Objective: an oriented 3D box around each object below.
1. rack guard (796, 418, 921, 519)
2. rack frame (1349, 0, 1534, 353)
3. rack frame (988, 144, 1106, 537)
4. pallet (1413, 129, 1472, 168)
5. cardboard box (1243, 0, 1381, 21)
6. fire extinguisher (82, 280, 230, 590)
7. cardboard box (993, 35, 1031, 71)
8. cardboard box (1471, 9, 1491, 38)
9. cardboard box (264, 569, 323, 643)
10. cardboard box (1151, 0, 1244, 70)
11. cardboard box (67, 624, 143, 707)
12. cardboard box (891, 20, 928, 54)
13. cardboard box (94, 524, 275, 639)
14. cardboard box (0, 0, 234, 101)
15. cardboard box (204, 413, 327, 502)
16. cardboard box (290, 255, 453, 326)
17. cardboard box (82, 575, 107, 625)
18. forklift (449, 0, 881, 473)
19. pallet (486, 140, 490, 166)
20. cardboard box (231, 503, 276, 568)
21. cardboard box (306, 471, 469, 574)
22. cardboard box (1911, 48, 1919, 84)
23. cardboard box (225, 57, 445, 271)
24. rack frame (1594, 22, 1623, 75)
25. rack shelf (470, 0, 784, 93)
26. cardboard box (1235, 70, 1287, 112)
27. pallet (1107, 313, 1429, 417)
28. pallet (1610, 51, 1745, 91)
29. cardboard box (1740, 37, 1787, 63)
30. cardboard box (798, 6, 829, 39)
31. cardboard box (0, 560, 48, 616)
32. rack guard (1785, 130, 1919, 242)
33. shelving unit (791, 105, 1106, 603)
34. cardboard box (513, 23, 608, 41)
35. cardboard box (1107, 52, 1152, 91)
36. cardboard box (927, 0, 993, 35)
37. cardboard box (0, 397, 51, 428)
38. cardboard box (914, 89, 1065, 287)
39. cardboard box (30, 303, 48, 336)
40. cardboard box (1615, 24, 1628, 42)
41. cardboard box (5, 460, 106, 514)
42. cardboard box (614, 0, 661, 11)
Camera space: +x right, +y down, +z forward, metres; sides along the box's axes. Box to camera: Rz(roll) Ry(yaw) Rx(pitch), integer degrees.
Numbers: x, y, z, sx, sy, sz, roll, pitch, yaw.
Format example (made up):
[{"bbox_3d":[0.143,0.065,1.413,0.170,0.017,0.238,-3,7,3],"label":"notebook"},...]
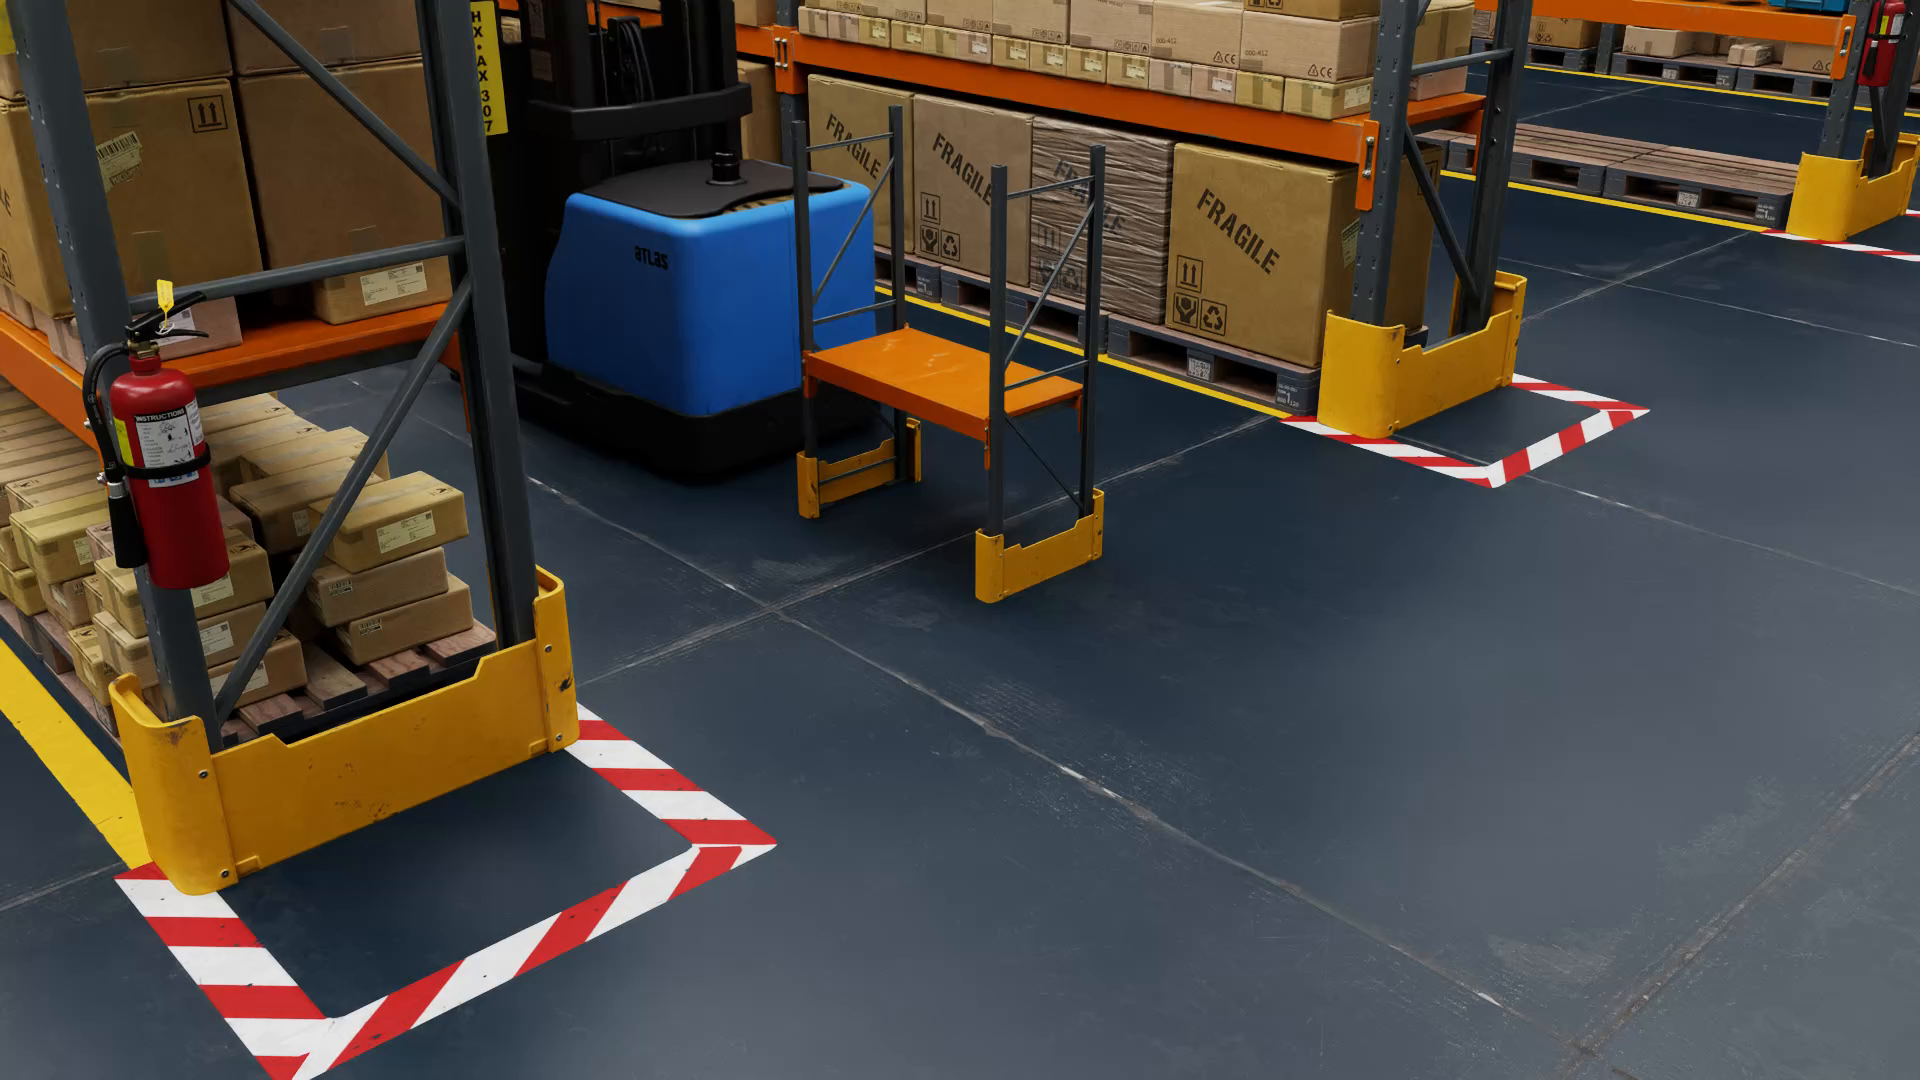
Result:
[{"bbox_3d":[-0.392,-0.288,6.579,0.587,0.250,0.087,-21,32,-38],"label":"rack guard"},{"bbox_3d":[2.090,-2.014,7.051,1.000,3.000,0.127,-21,32,-38],"label":"rack frame"},{"bbox_3d":[0.289,-0.554,5.658,0.500,1.500,0.032,-21,32,-38],"label":"rack frame"},{"bbox_3d":[3.502,-3.151,12.902,1.003,0.211,1.213,-21,32,-38],"label":"pallet"},{"bbox_3d":[1.565,-2.496,7.025,0.500,0.500,0.500,-21,32,-38],"label":"cardboard box"},{"bbox_3d":[-1.764,-0.226,3.673,0.296,0.674,0.183,-21,32,-38],"label":"fire extinguisher"},{"bbox_3d":[0.382,-2.456,8.323,0.380,0.149,0.250,-22,33,-40],"label":"cardboard box"},{"bbox_3d":[5.369,-5.471,17.109,0.500,0.500,0.500,-21,32,-38],"label":"cardboard box"},{"bbox_3d":[-1.963,0.162,5.209,0.380,0.149,0.250,-21,32,-39],"label":"cardboard box"},{"bbox_3d":[1.219,-2.307,7.515,0.500,0.250,0.500,-22,32,-39],"label":"cardboard box"},{"bbox_3d":[-2.361,0.319,4.867,0.380,0.149,0.250,-20,31,-37],"label":"cardboard box"},{"bbox_3d":[-0.144,-2.690,8.834,0.380,0.149,0.250,-22,33,-40],"label":"cardboard box"},{"bbox_3d":[-2.146,0.109,4.609,0.380,0.149,0.250,-21,32,-38],"label":"cardboard box"},{"bbox_3d":[-2.094,-1.342,3.894,0.500,0.500,0.500,-22,33,-39],"label":"cardboard box"},{"bbox_3d":[-2.295,-0.271,5.443,0.250,0.149,0.380,22,32,39],"label":"cardboard box"},{"bbox_3d":[-1.582,-0.715,4.505,0.380,0.149,0.250,-22,32,-39],"label":"cardboard box"},{"bbox_3d":[-2.308,0.159,4.857,0.380,0.149,0.250,-22,33,-40],"label":"cardboard box"},{"bbox_3d":[-1.747,-2.115,7.354,3.031,2.935,1.130,22,33,40],"label":"forklift"},{"bbox_3d":[-2.894,-2.909,12.373,1.003,0.211,1.213,-21,32,-38],"label":"pallet"},{"bbox_3d":[-2.148,-0.047,5.309,0.380,0.149,0.250,-21,32,-38],"label":"cardboard box"},{"bbox_3d":[-1.710,-0.058,4.975,0.250,0.149,0.380,22,32,39],"label":"cardboard box"},{"bbox_3d":[8.145,-4.164,14.546,0.500,0.250,0.500,-21,32,-38],"label":"cardboard box"},{"bbox_3d":[-1.705,-1.033,4.422,0.500,0.500,0.500,-19,31,-36],"label":"cardboard box"},{"bbox_3d":[6.590,-6.035,15.866,1.000,3.000,0.127,-21,32,-38],"label":"rack frame"},{"bbox_3d":[-2.011,-3.505,11.185,1.077,0.370,4.000,-21,32,-38],"label":"rack shelf"},{"bbox_3d":[1.427,-1.993,7.307,0.380,0.149,0.250,-21,32,-38],"label":"cardboard box"},{"bbox_3d":[1.486,-0.966,8.113,1.003,0.211,1.213,-21,32,-38],"label":"pallet"},{"bbox_3d":[7.058,-4.558,15.988,1.003,0.211,1.213,-21,32,-38],"label":"pallet"},{"bbox_3d":[7.699,-4.693,15.632,0.500,0.311,0.500,-21,32,-38],"label":"cardboard box"},{"bbox_3d":[-0.685,-2.928,9.357,0.380,0.149,0.250,-21,32,-38],"label":"cardboard box"},{"bbox_3d":[-2.877,0.084,5.382,0.250,0.149,0.380,22,33,39],"label":"cardboard box"},{"bbox_3d":[5.731,-2.279,10.642,1.175,0.500,0.348,-21,32,-38],"label":"rack guard"},{"bbox_3d":[-0.052,-0.705,5.989,0.587,1.500,1.083,-21,32,-38],"label":"shelving unit"},{"bbox_3d":[-2.318,-3.175,11.650,1.225,0.875,0.875,-21,32,-38],"label":"cardboard box"},{"bbox_3d":[0.907,-2.224,7.813,0.380,0.149,0.250,-22,33,-40],"label":"cardboard box"},{"bbox_3d":[0.180,-2.769,8.529,0.500,0.250,0.500,-20,31,-37],"label":"cardboard box"},{"bbox_3d":[-3.200,-0.371,5.660,0.380,0.149,0.250,-21,32,-38],"label":"cardboard box"},{"bbox_3d":[0.364,-1.955,8.976,0.875,0.875,0.875,-21,32,-38],"label":"cardboard box"},{"bbox_3d":[-2.171,-0.628,4.316,0.380,0.149,0.250,-21,32,-39],"label":"cardboard box"},{"bbox_3d":[6.437,-5.314,16.766,0.500,0.500,0.500,22,33,39],"label":"cardboard box"},{"bbox_3d":[-2.677,-0.122,5.116,0.250,0.149,0.380,22,33,40],"label":"cardboard box"},{"bbox_3d":[-1.858,-3.644,10.504,0.500,0.500,0.500,-22,32,-39],"label":"cardboard box"}]
